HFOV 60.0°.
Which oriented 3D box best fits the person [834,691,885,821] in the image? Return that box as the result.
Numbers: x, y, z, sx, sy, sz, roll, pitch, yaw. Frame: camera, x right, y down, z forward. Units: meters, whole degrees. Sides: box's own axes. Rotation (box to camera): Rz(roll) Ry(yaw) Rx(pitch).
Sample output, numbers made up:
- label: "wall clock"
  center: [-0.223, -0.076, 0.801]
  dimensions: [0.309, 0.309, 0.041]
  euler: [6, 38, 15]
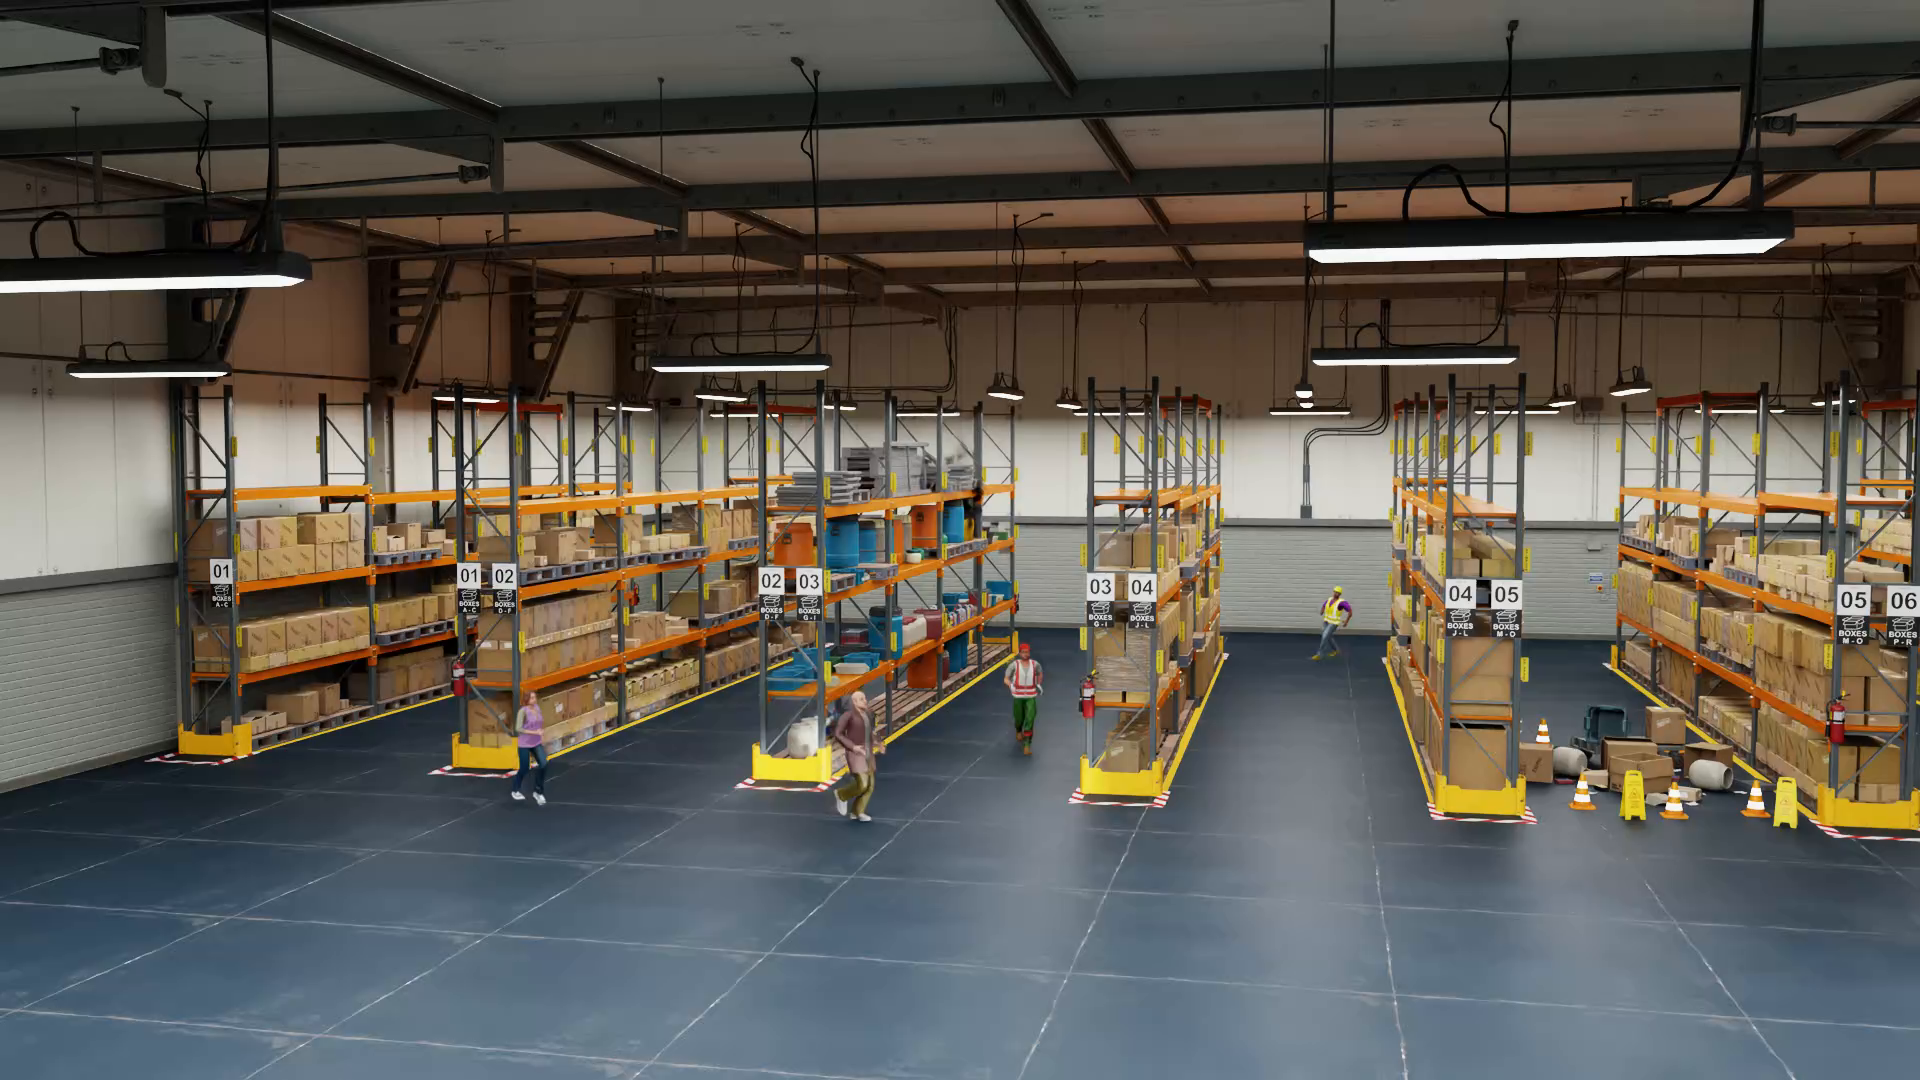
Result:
- label: "person"
  center: [-1.366, 2.886, 22.258]
  dimensions: [0.632, 1.730, 0.694]
  euler: [2, 4, 37]

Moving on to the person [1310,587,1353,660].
- label: "person"
  center: [8.620, 1.936, 38.833]
  dimensions: [0.931, 1.710, 0.750]
  euler: [-2, 4, -27]

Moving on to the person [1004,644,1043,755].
- label: "person"
  center: [1.056, 2.584, 27.309]
  dimensions: [0.657, 1.778, 0.953]
  euler: [0, 3, -4]

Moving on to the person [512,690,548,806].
- label: "person"
  center: [-6.000, 2.907, 23.249]
  dimensions: [0.705, 1.646, 0.556]
  euler: [2, 4, 38]
